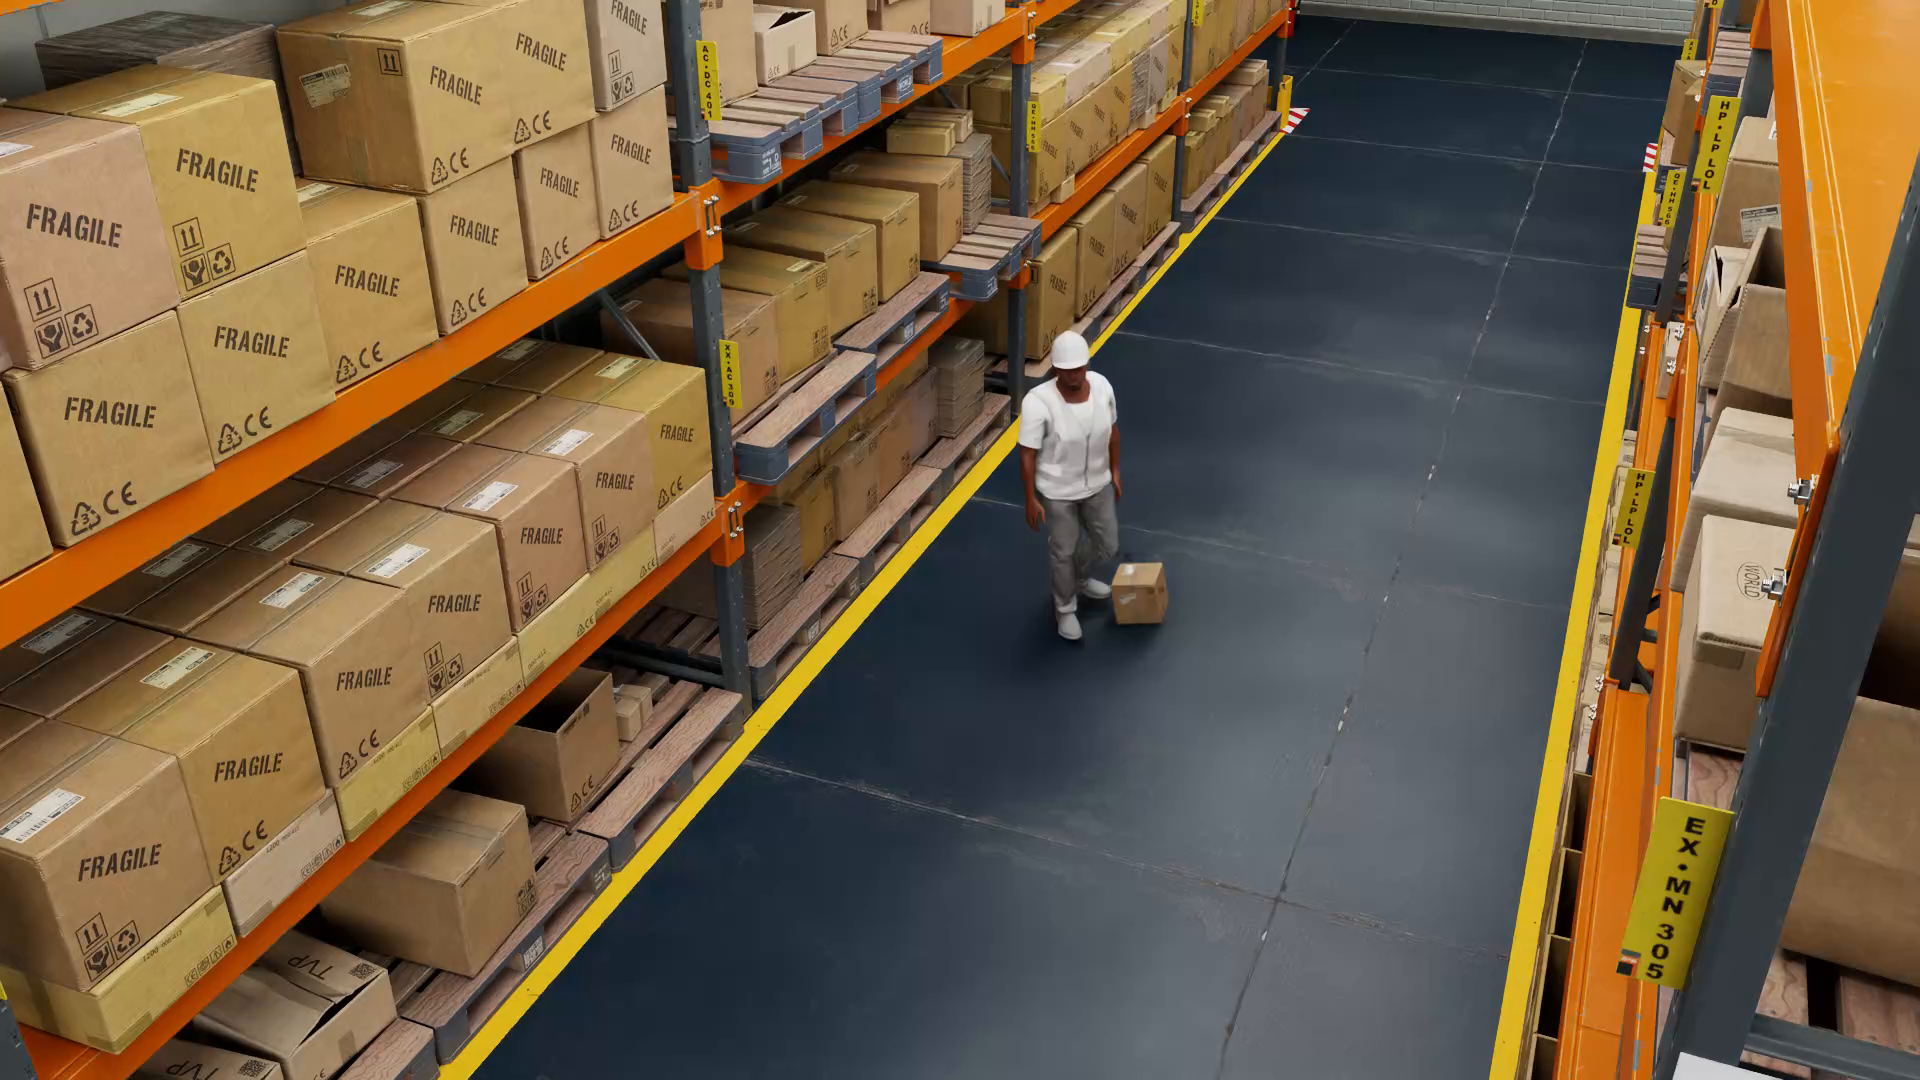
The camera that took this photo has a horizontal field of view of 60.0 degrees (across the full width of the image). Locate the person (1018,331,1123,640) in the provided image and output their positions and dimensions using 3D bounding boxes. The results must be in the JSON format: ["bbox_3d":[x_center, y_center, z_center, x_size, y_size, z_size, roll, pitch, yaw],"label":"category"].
[{"bbox_3d":[0.595,-0.312,8.920,0.653,1.766,0.461,-14,32,-23],"label":"person"}]
